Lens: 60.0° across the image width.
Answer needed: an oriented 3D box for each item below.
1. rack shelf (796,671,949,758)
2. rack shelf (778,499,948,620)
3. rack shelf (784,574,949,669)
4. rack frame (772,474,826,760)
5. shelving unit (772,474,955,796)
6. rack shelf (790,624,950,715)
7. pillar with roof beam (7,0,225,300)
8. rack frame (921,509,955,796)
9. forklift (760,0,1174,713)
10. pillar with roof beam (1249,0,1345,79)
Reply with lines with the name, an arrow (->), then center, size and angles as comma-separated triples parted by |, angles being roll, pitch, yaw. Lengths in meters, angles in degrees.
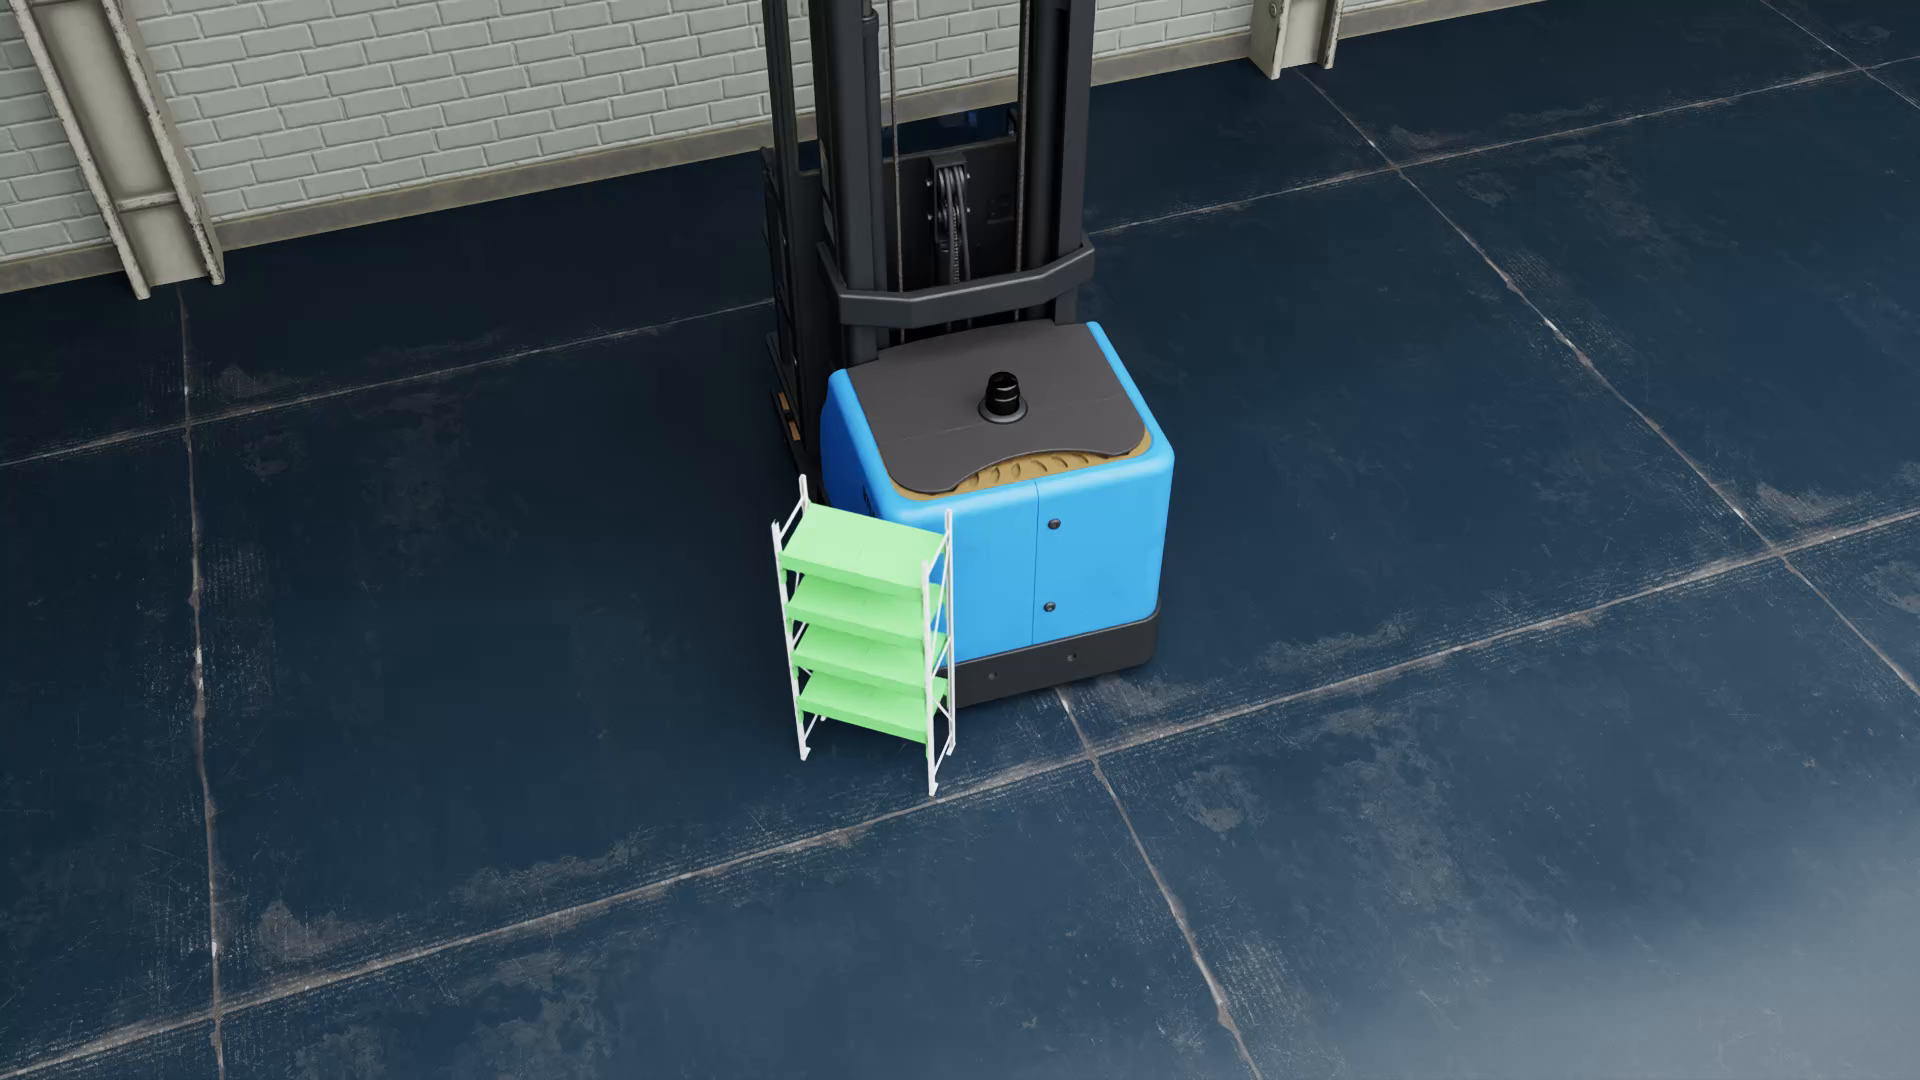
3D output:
rack shelf -> -0.296, 0.557, 5.773 | 0.480, 0.148, 0.258 | 14, 48, 13
rack shelf -> -0.301, 0.059, 5.253 | 0.480, 0.148, 0.258 | 14, 48, 13
rack shelf -> -0.299, 0.225, 5.426 | 0.480, 0.148, 0.258 | 14, 48, 13
rack frame -> -0.529, 0.291, 5.609 | 0.015, 1.200, 0.240 | 14, 48, 13
shelving unit -> -0.298, 0.347, 5.553 | 0.503, 1.200, 0.258 | 14, 48, 13
rack shelf -> -0.297, 0.391, 5.599 | 0.480, 0.148, 0.258 | 14, 48, 13
pillar with roof beam -> -2.305, -1.597, 1.989 | 0.400, 9.000, 9.100 | -14, 47, -14
rack frame -> -0.067, 0.403, 5.498 | 0.015, 1.200, 0.240 | 14, 48, 13
forklift -> -0.182, -1.457, 6.133 | 1.130, 2.935, 3.031 | -12, 46, -12
pillar with roof beam -> 3.338, -3.040, 3.427 | 0.400, 9.000, 9.100 | -14, 47, -14
